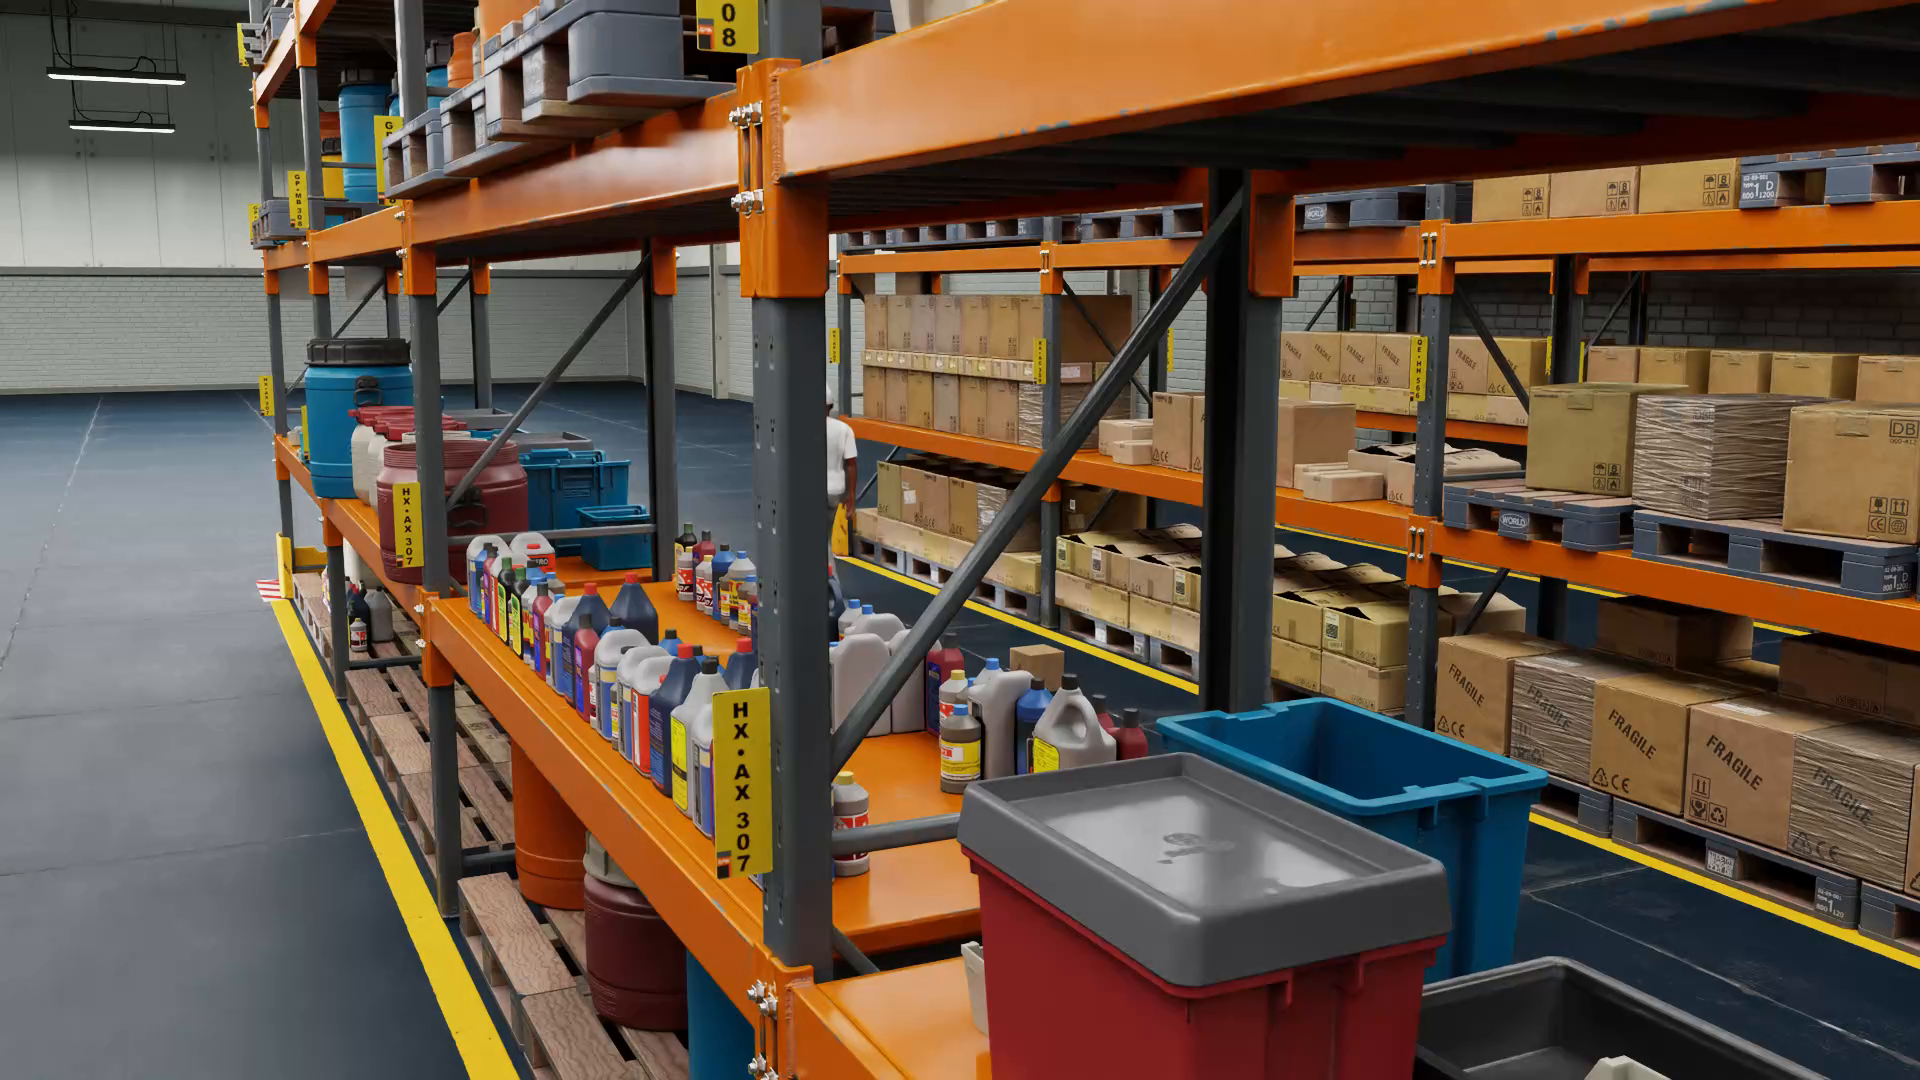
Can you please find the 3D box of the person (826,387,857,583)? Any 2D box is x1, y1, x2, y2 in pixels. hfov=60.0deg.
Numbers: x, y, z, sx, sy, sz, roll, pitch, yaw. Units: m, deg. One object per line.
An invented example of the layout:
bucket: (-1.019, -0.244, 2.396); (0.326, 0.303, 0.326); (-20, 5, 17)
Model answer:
person: (-1.164, -0.408, 13.530); (0.561, 1.722, 1.057); (-4, 9, -26)
